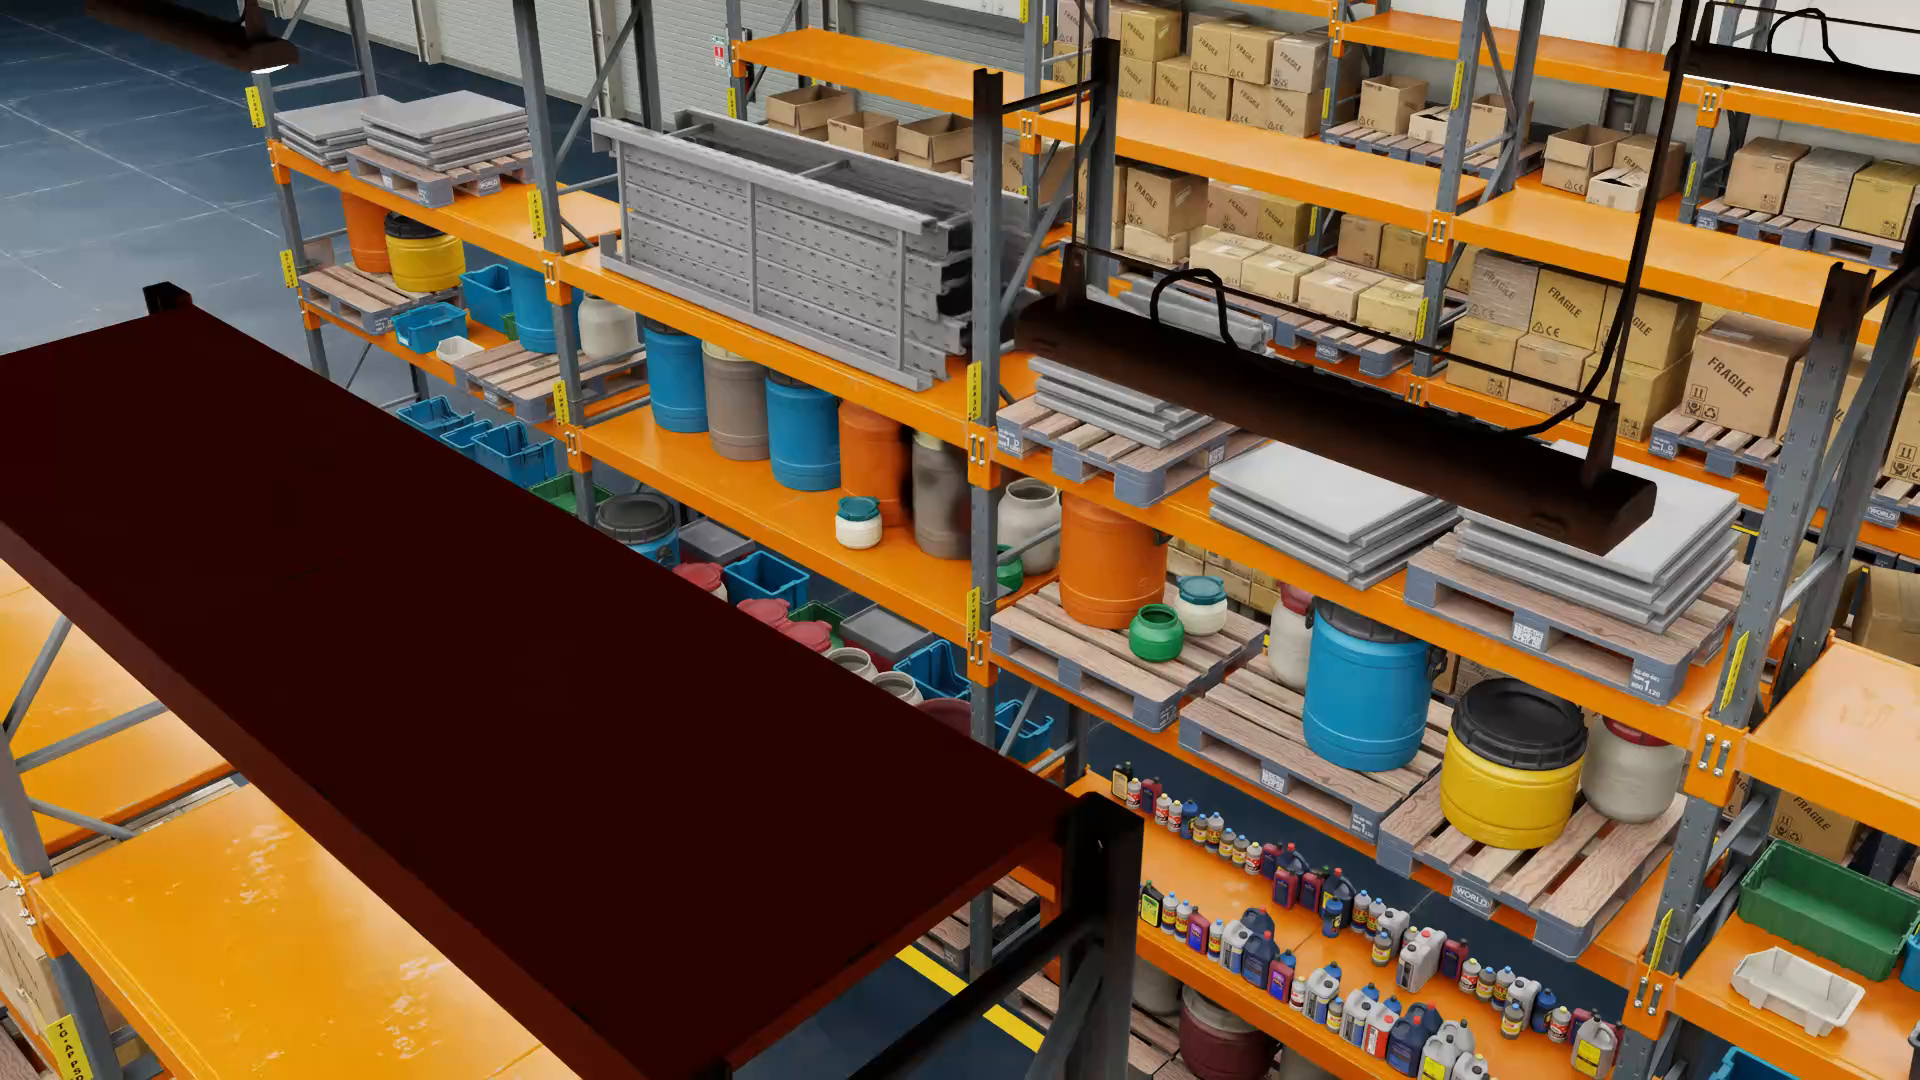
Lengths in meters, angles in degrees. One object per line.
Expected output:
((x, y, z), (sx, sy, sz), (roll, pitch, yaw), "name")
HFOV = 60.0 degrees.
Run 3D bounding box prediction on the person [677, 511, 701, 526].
((-2.693, -0.862, 16.111), (0.818, 1.724, 0.690), (-9, 30, -15), "person")
